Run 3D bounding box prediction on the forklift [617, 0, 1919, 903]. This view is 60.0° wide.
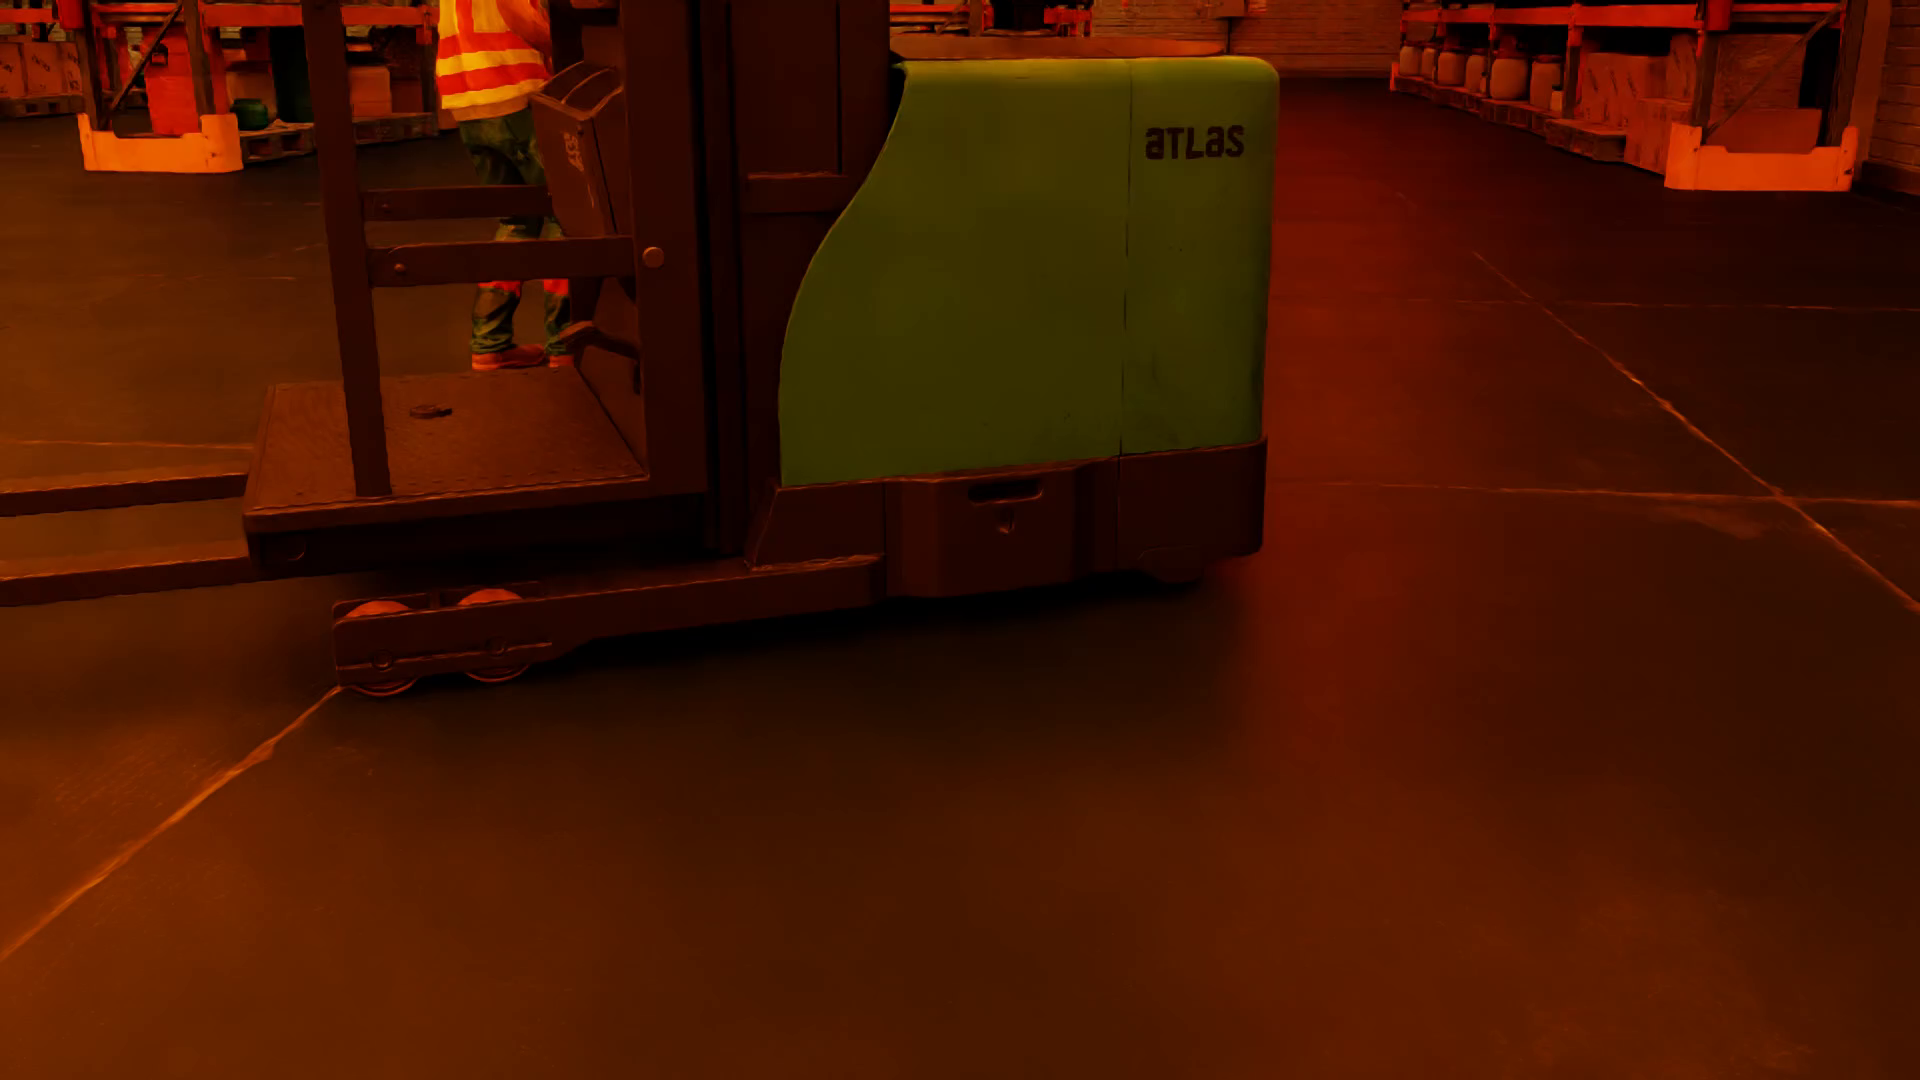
[{"bbox_3d":[0.329,-1.235,2.868,1.130,2.935,3.031,-10,20,-28],"label":"forklift"}]

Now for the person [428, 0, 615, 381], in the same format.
[{"bbox_3d":[-1.464,-1.437,5.434,0.451,1.778,0.611,-15,23,-39],"label":"person"}]
